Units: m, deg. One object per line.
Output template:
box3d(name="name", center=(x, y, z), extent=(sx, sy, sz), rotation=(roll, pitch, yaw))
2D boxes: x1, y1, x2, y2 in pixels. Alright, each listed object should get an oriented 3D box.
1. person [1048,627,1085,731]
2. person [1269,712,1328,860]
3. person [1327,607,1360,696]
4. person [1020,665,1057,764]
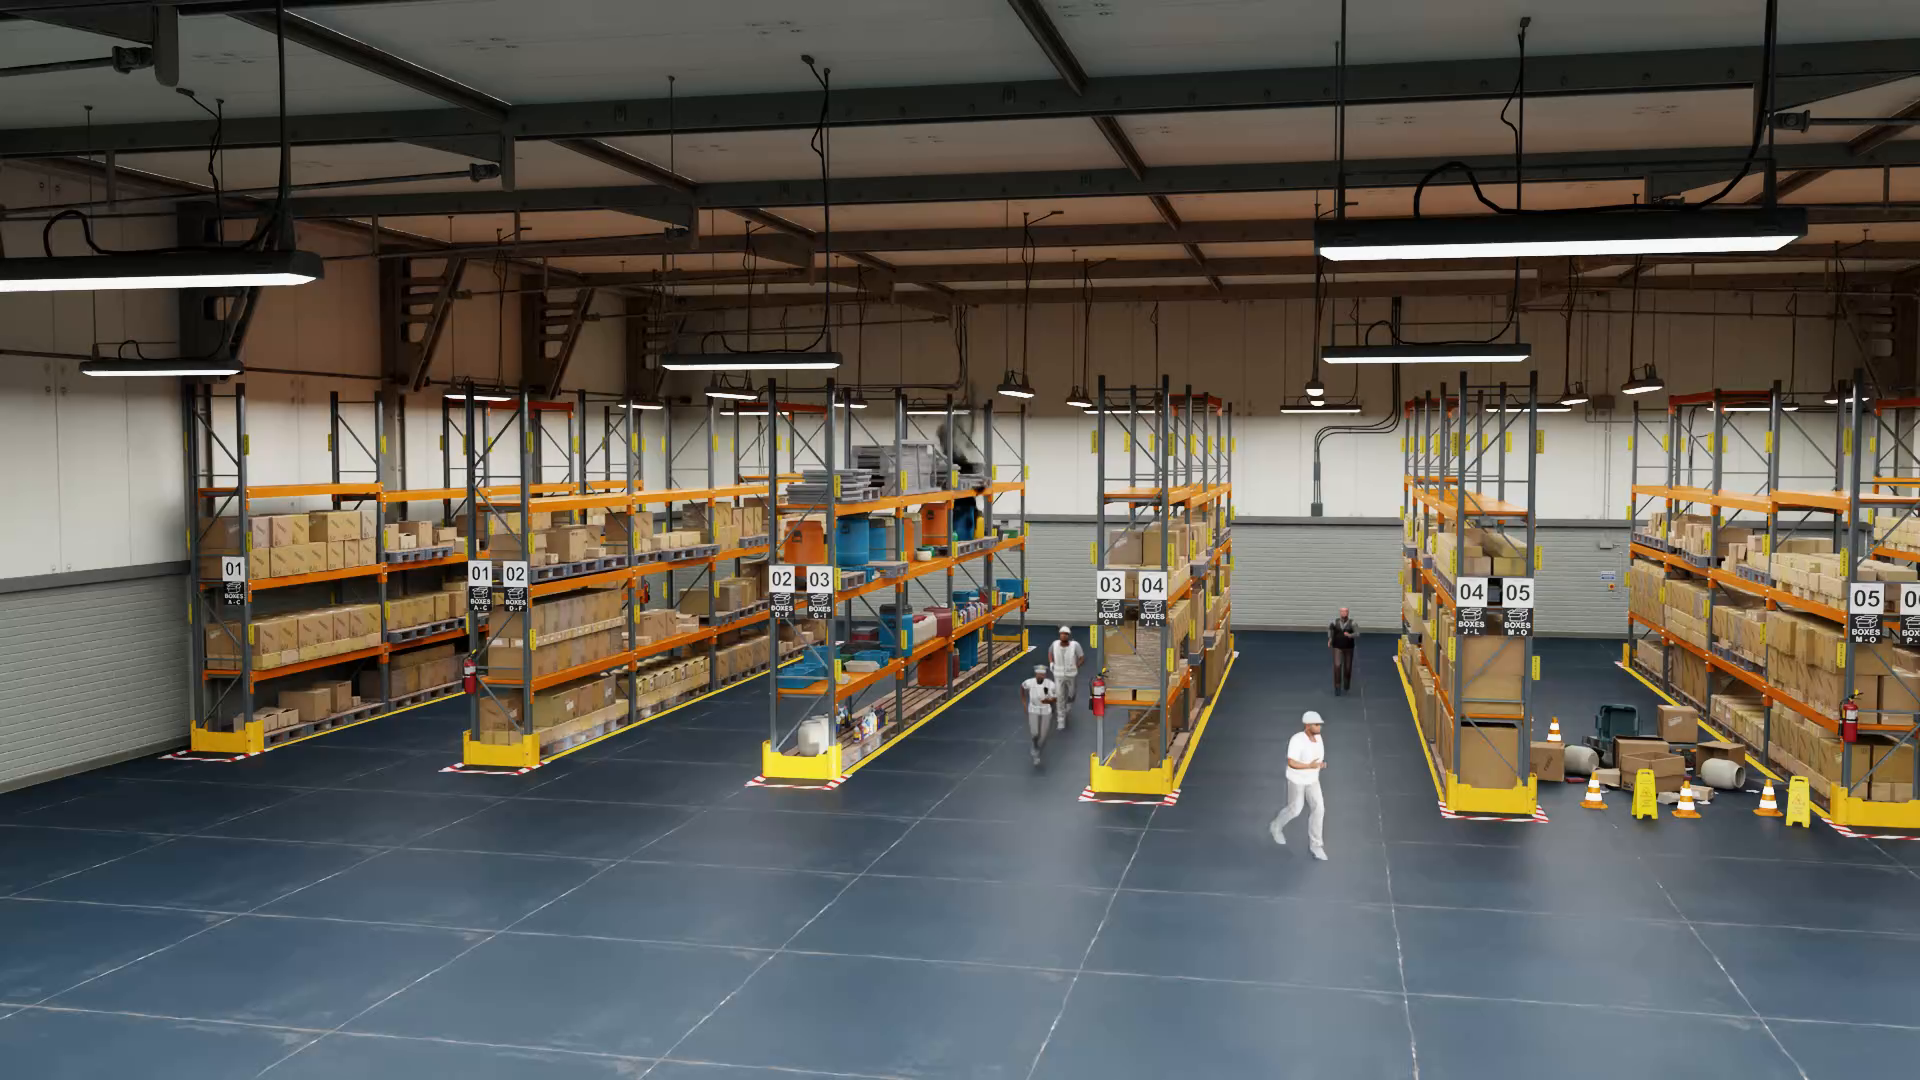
box3d(name="person", center=(1.898, 2.430, 29.654), extent=(0.649, 1.779, 1.115), rotation=(0, 3, 4))
box3d(name="person", center=(4.168, 2.983, 20.375), extent=(0.714, 1.816, 0.925), rotation=(-3, 4, -38))
box3d(name="person", center=(7.700, 2.205, 33.400), extent=(0.644, 1.734, 0.904), rotation=(1, 3, 14))
box3d(name="person", center=(1.225, 2.716, 25.853), extent=(0.562, 1.609, 0.759), rotation=(0, 3, 0))
